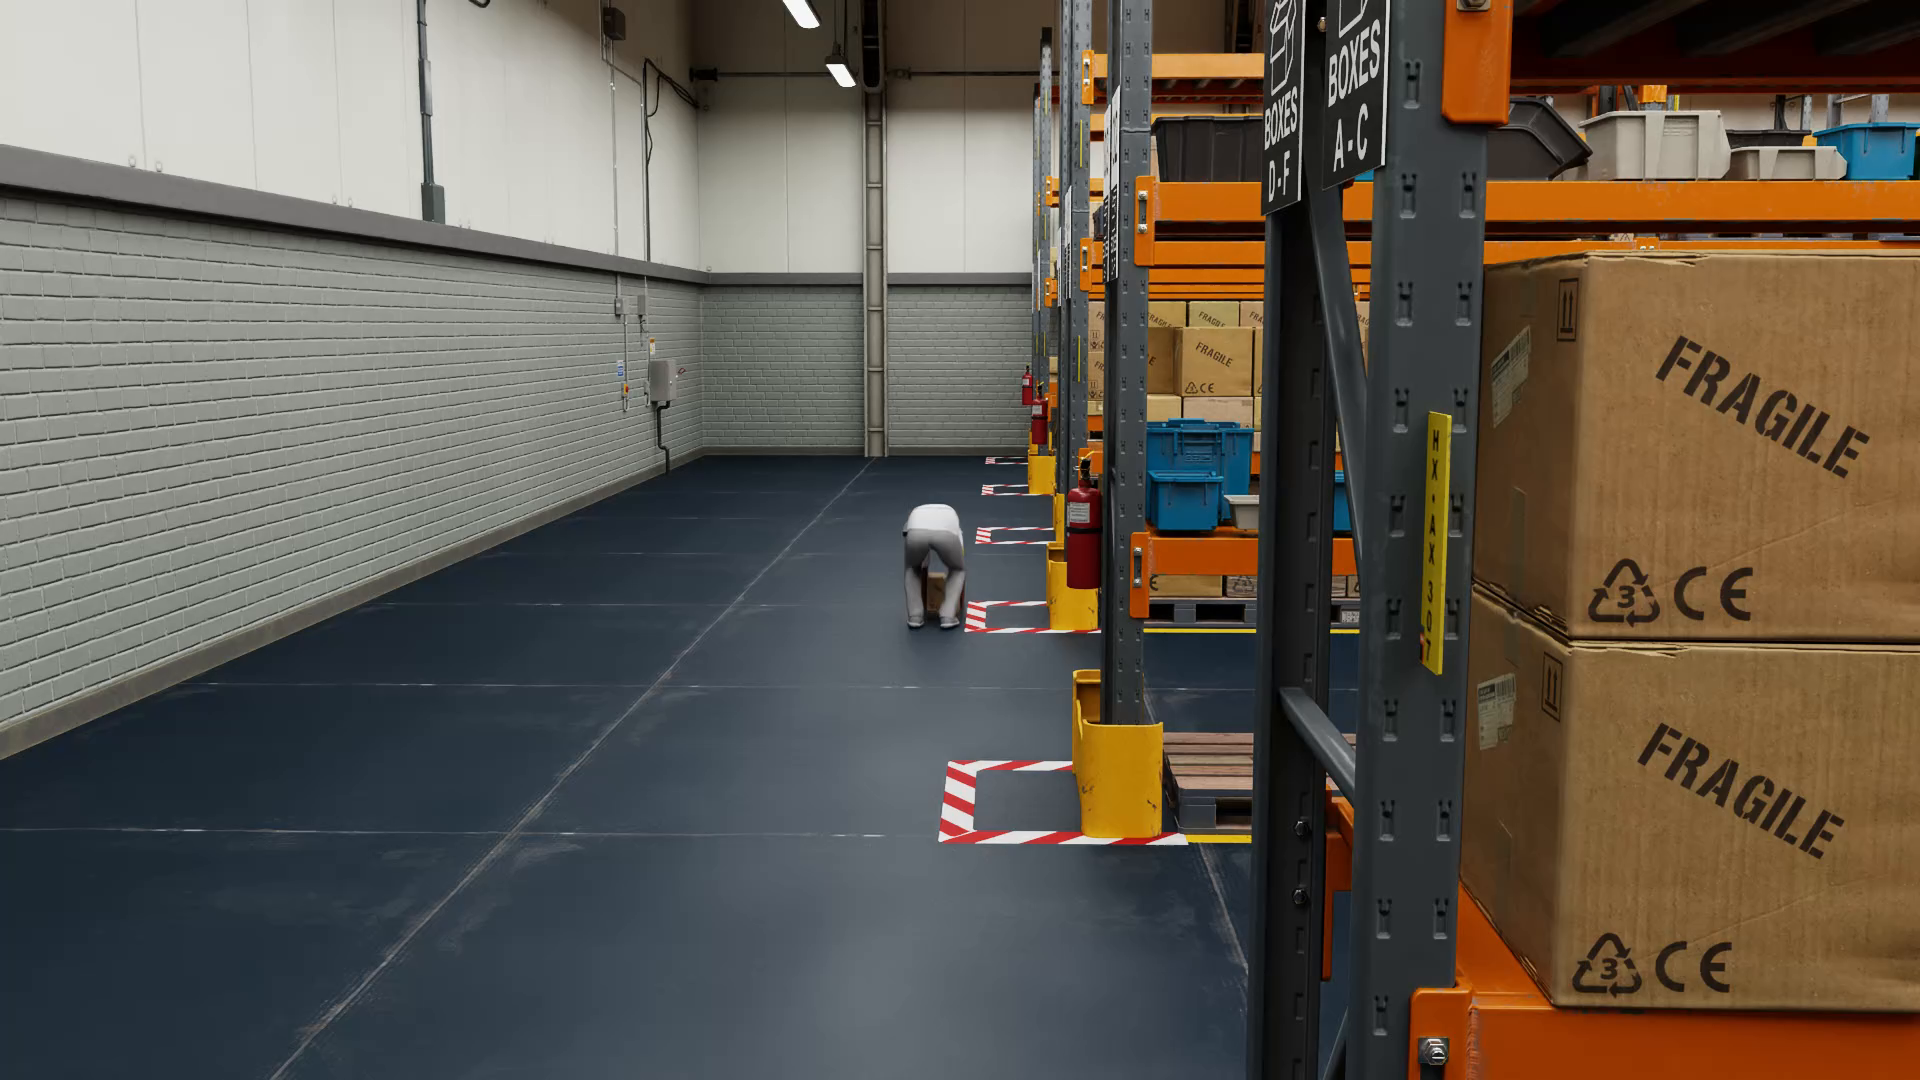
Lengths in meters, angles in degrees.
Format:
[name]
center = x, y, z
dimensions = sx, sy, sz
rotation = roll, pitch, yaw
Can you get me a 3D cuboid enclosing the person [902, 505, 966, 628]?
[person]
center = -0.185, 0.169, 12.423
dimensions = 0.465, 0.908, 0.904
rotation = 1, 7, 6
